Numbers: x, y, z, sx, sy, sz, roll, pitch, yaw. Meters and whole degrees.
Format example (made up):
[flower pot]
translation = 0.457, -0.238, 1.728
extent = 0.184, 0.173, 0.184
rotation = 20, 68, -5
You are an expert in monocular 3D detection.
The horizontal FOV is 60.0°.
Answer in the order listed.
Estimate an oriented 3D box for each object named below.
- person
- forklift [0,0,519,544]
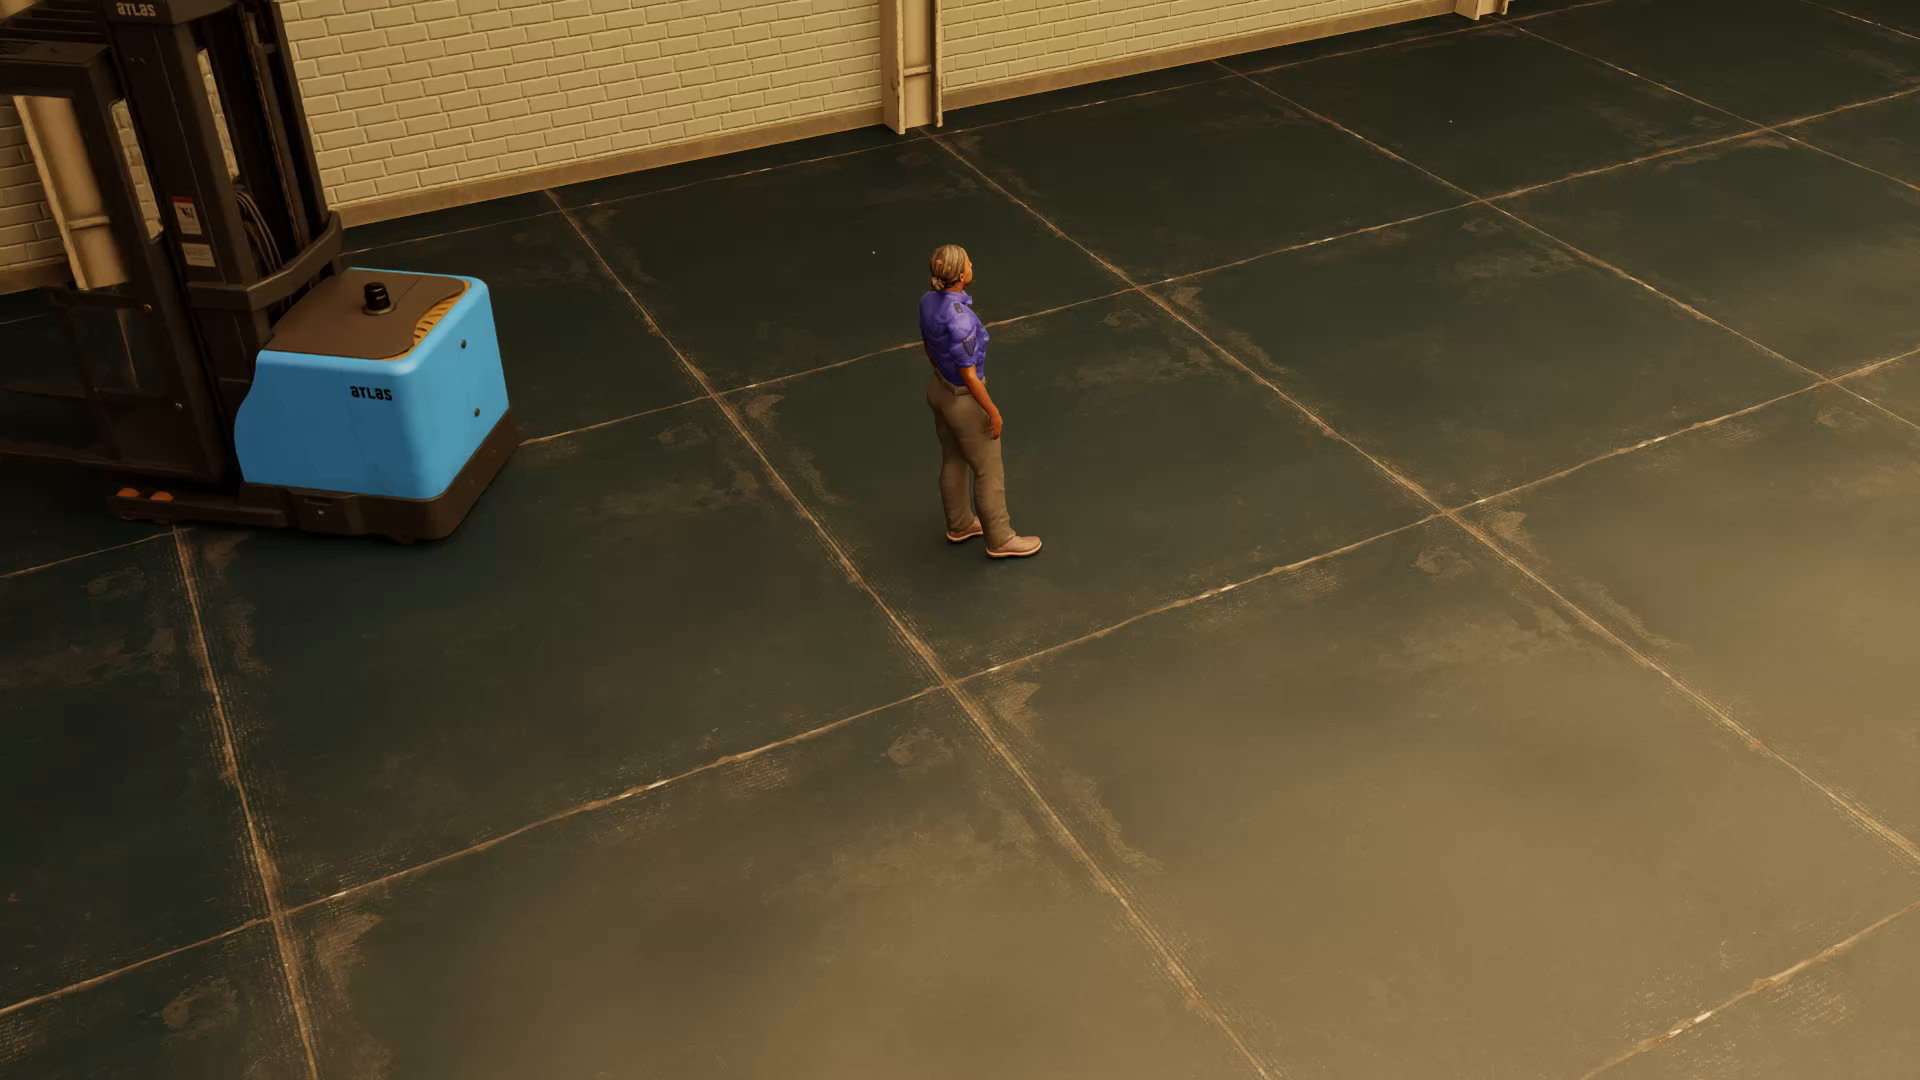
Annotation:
[person]
translation = 0.086, -0.695, 8.200
extent = 0.504, 1.654, 0.570
rotation = -17, 39, -23
[forklift]
translation = -4.036, -1.578, 8.355
extent = 3.031, 2.935, 1.130
rotation = 6, 36, 8
